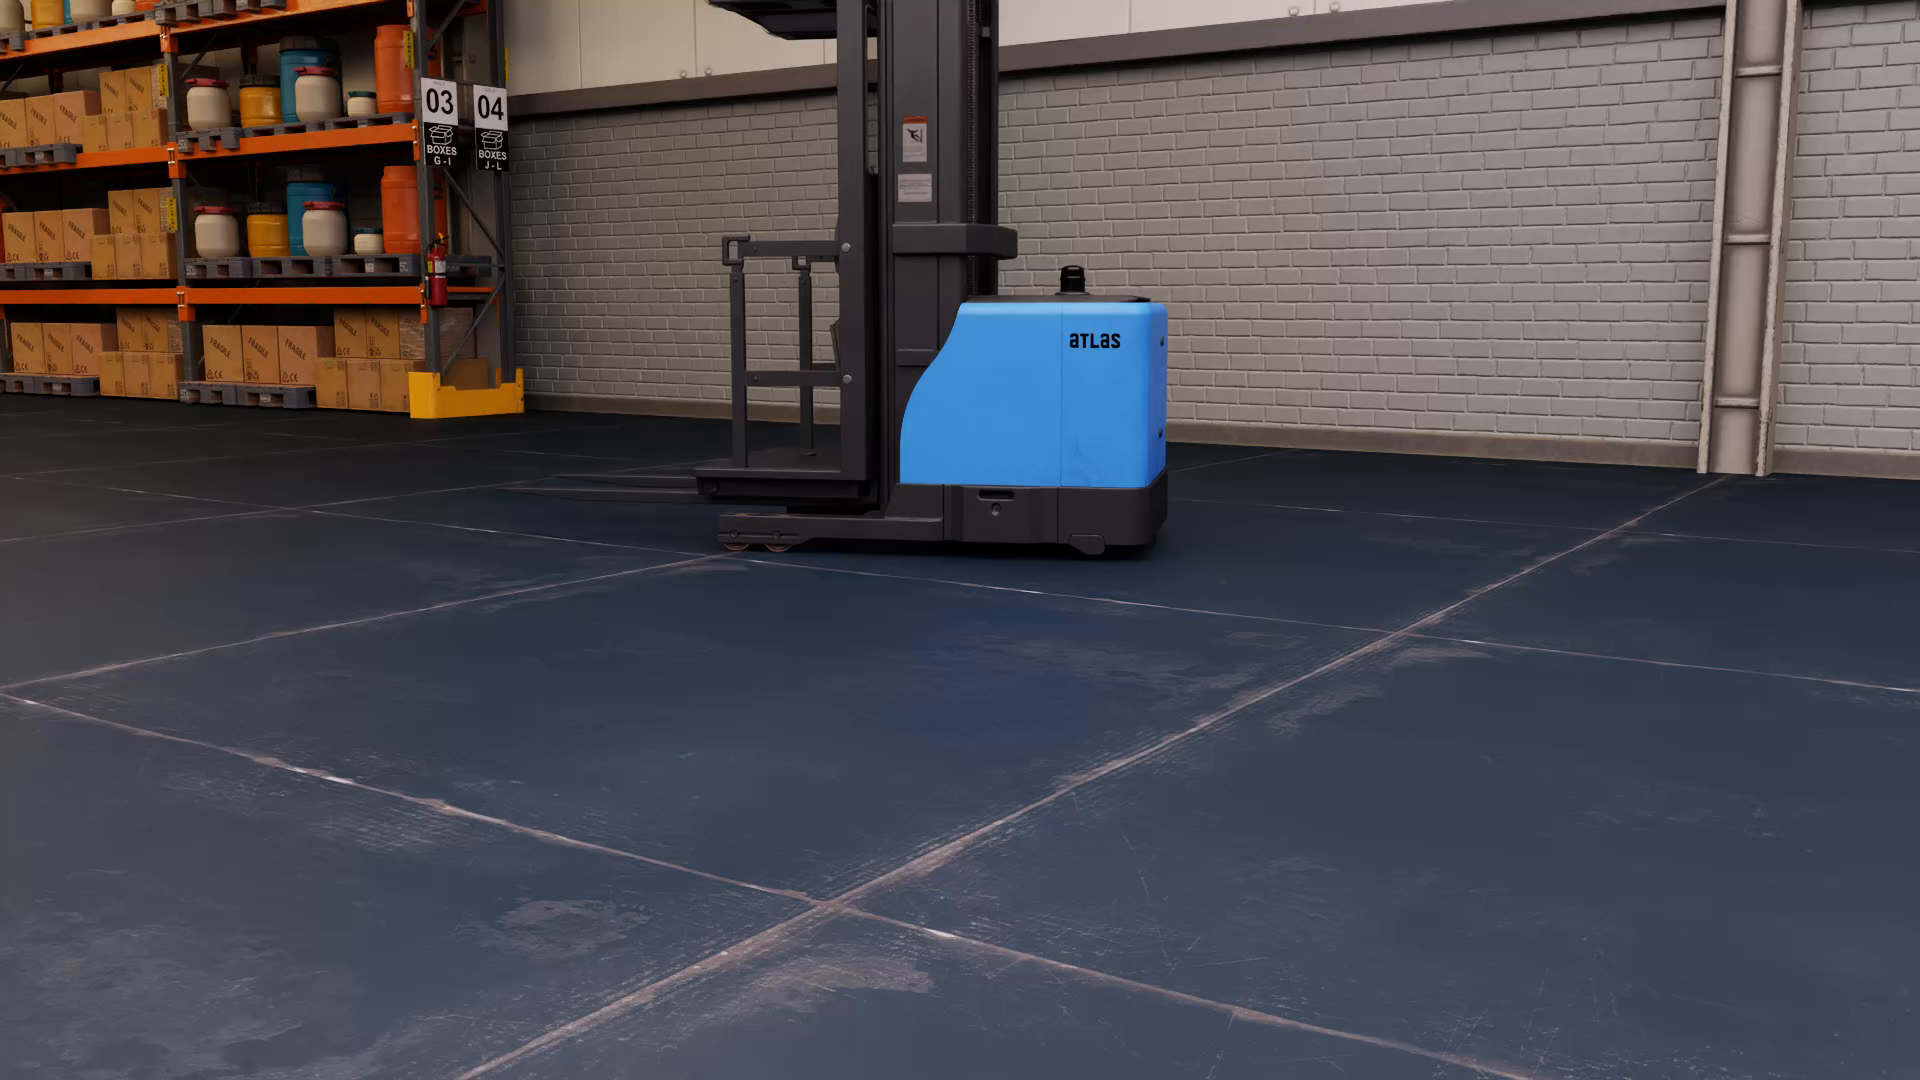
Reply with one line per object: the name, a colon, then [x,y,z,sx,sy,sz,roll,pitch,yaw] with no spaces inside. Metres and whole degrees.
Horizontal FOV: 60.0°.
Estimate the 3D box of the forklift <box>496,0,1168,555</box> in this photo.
forklift: [-0.596,-1.469,7.520,3.031,2.935,1.130,2,8,12]
